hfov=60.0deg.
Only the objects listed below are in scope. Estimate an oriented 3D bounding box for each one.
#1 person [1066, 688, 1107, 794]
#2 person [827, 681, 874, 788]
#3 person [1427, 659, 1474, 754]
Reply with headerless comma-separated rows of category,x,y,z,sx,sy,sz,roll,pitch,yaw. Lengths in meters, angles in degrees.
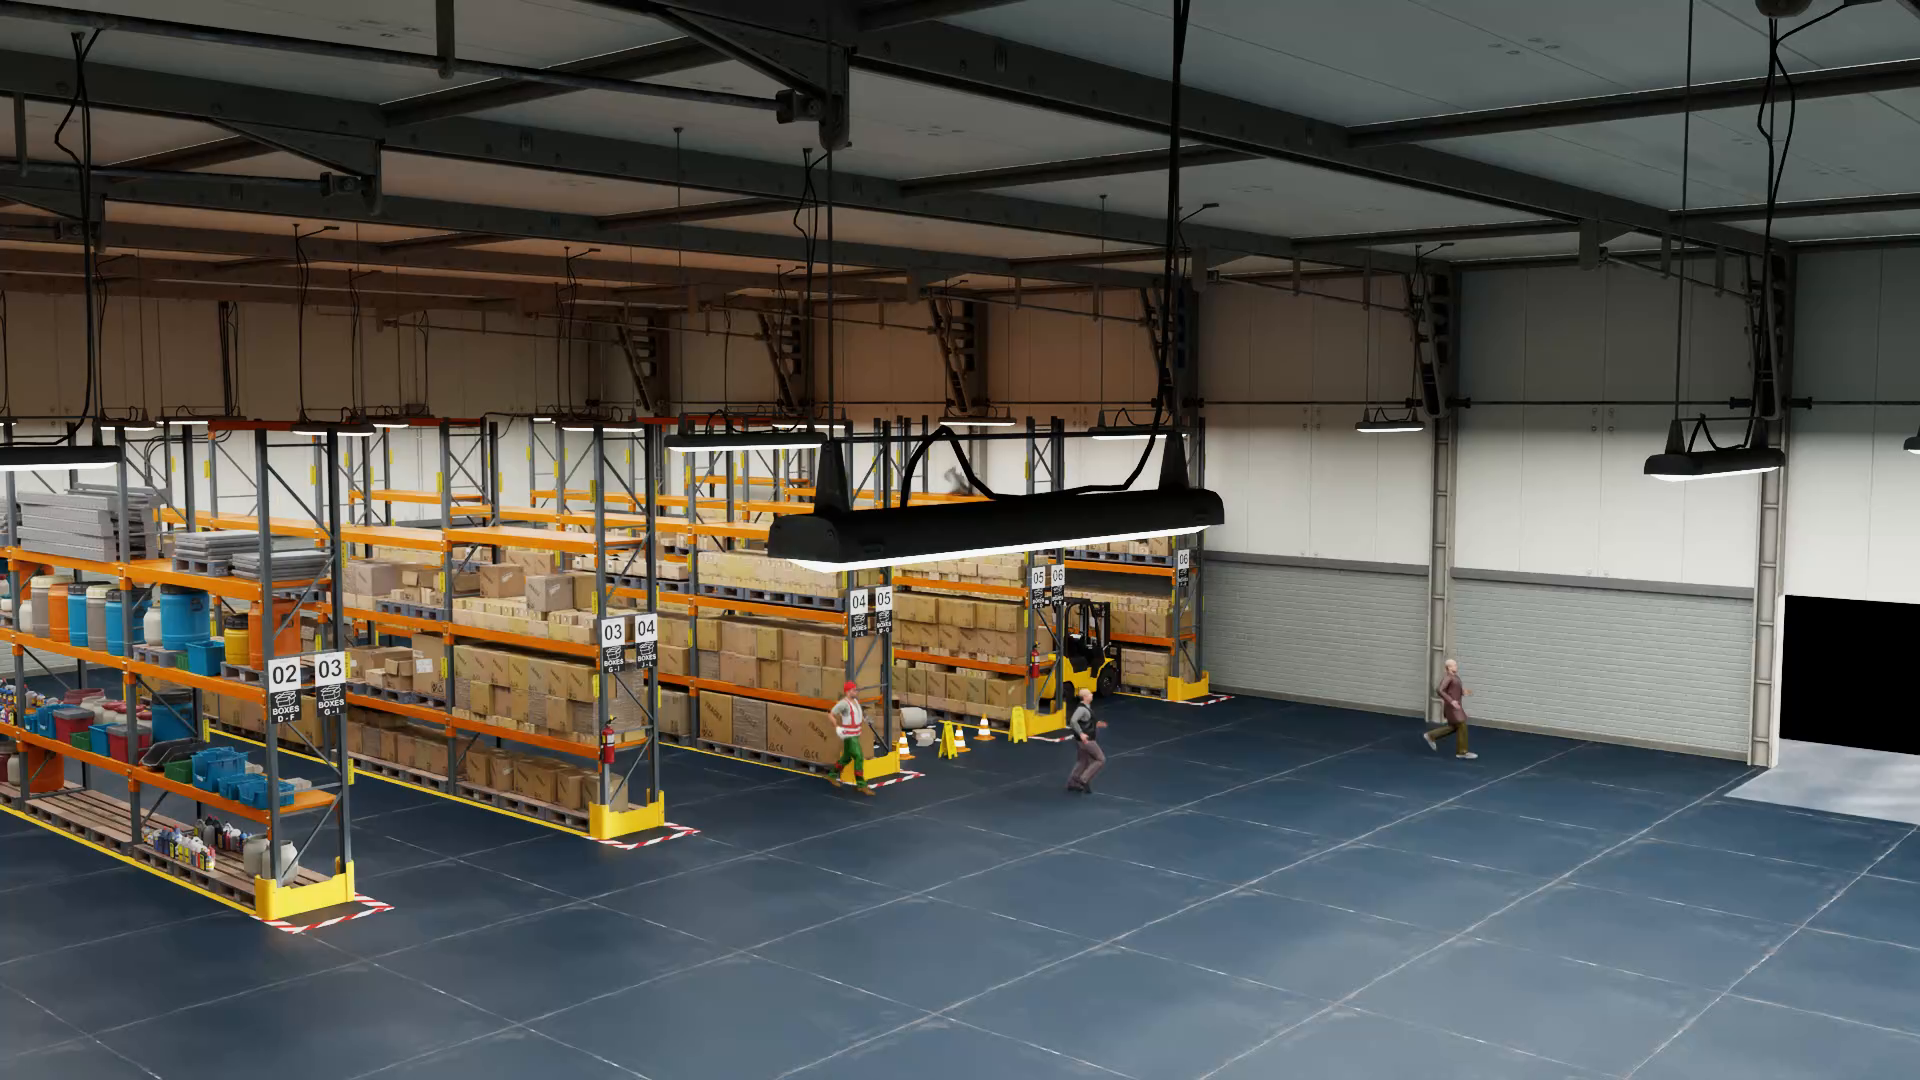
person,2.049,3.241,26.847,0.651,1.703,0.635,0,5,-2
person,-1.811,3.134,26.829,0.823,1.702,0.540,2,5,19
person,8.713,2.958,29.590,0.800,1.680,0.720,2,5,21
